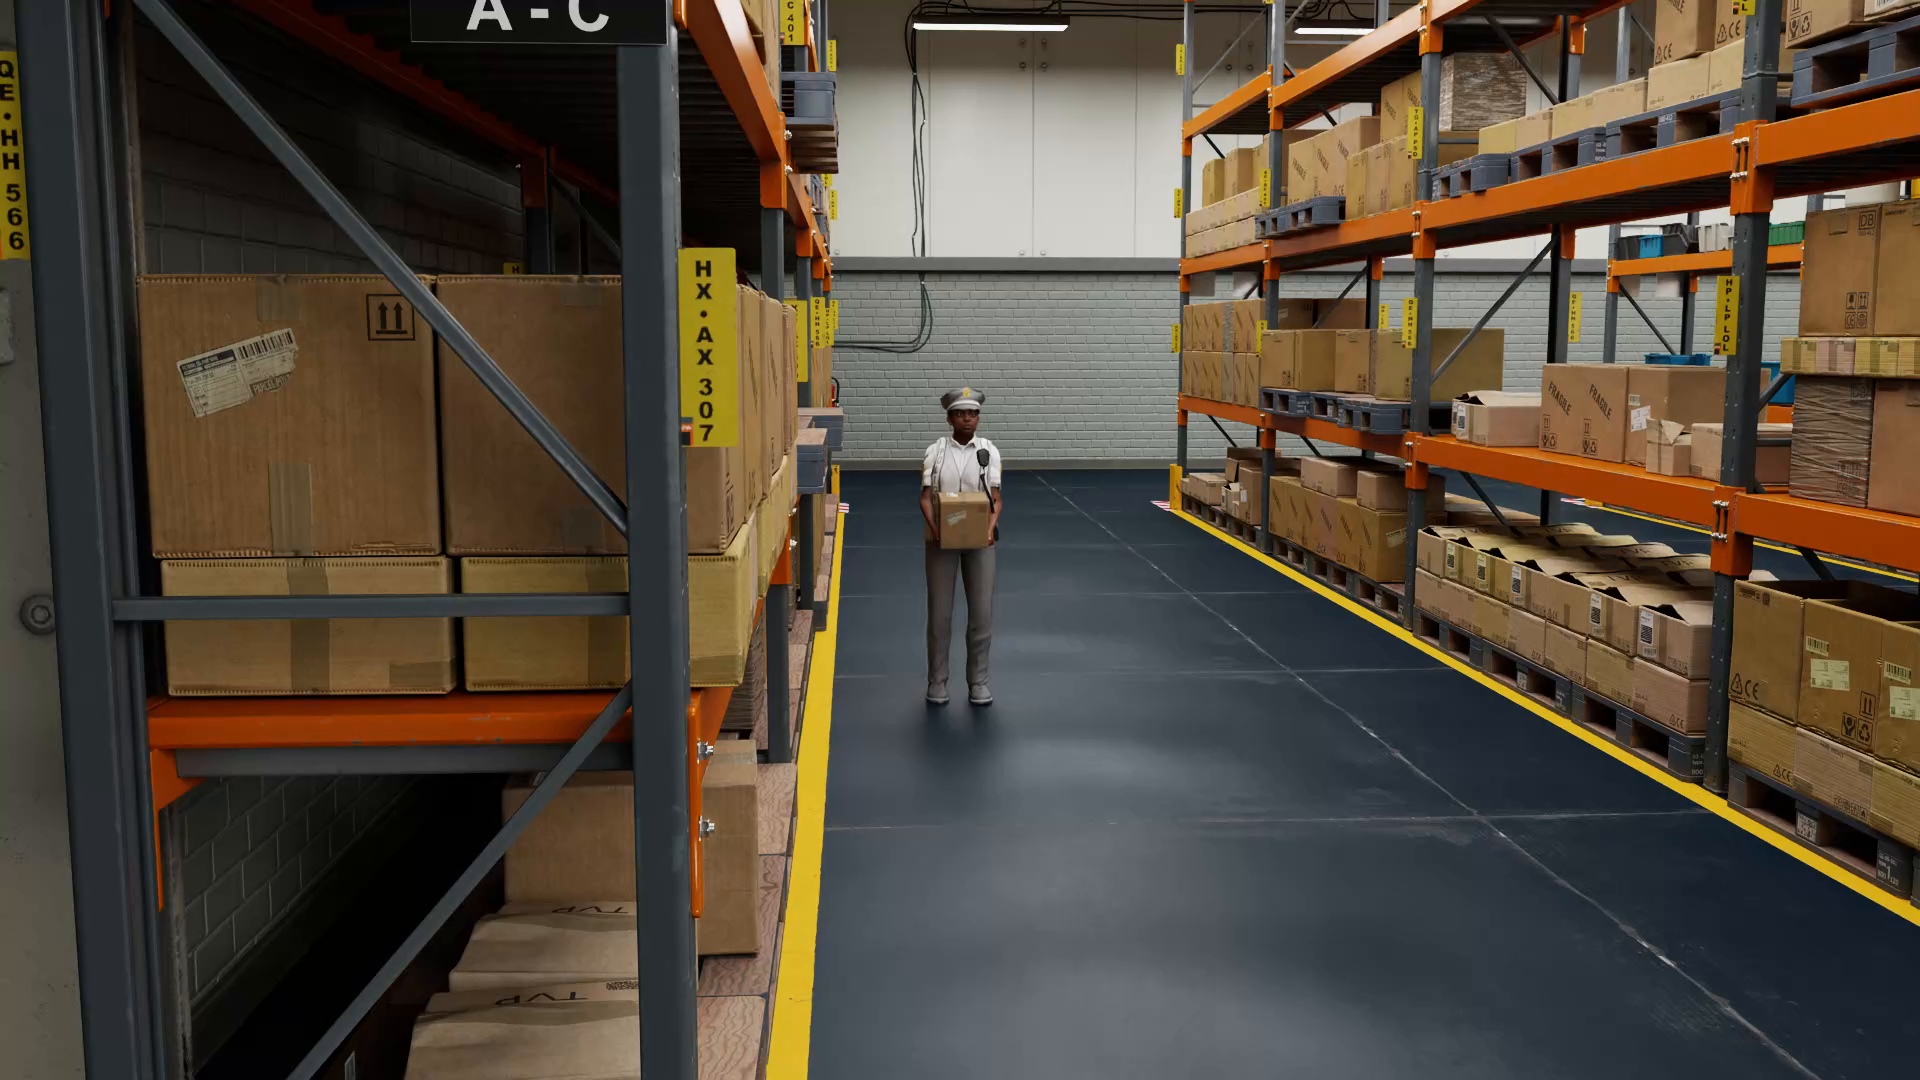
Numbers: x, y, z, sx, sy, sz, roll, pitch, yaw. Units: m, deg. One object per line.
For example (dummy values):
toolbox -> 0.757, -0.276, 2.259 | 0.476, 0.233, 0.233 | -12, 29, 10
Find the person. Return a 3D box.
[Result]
person -> 0.008, 0.027, 8.909 | 0.449, 1.688, 0.539 | 0, 7, -4
